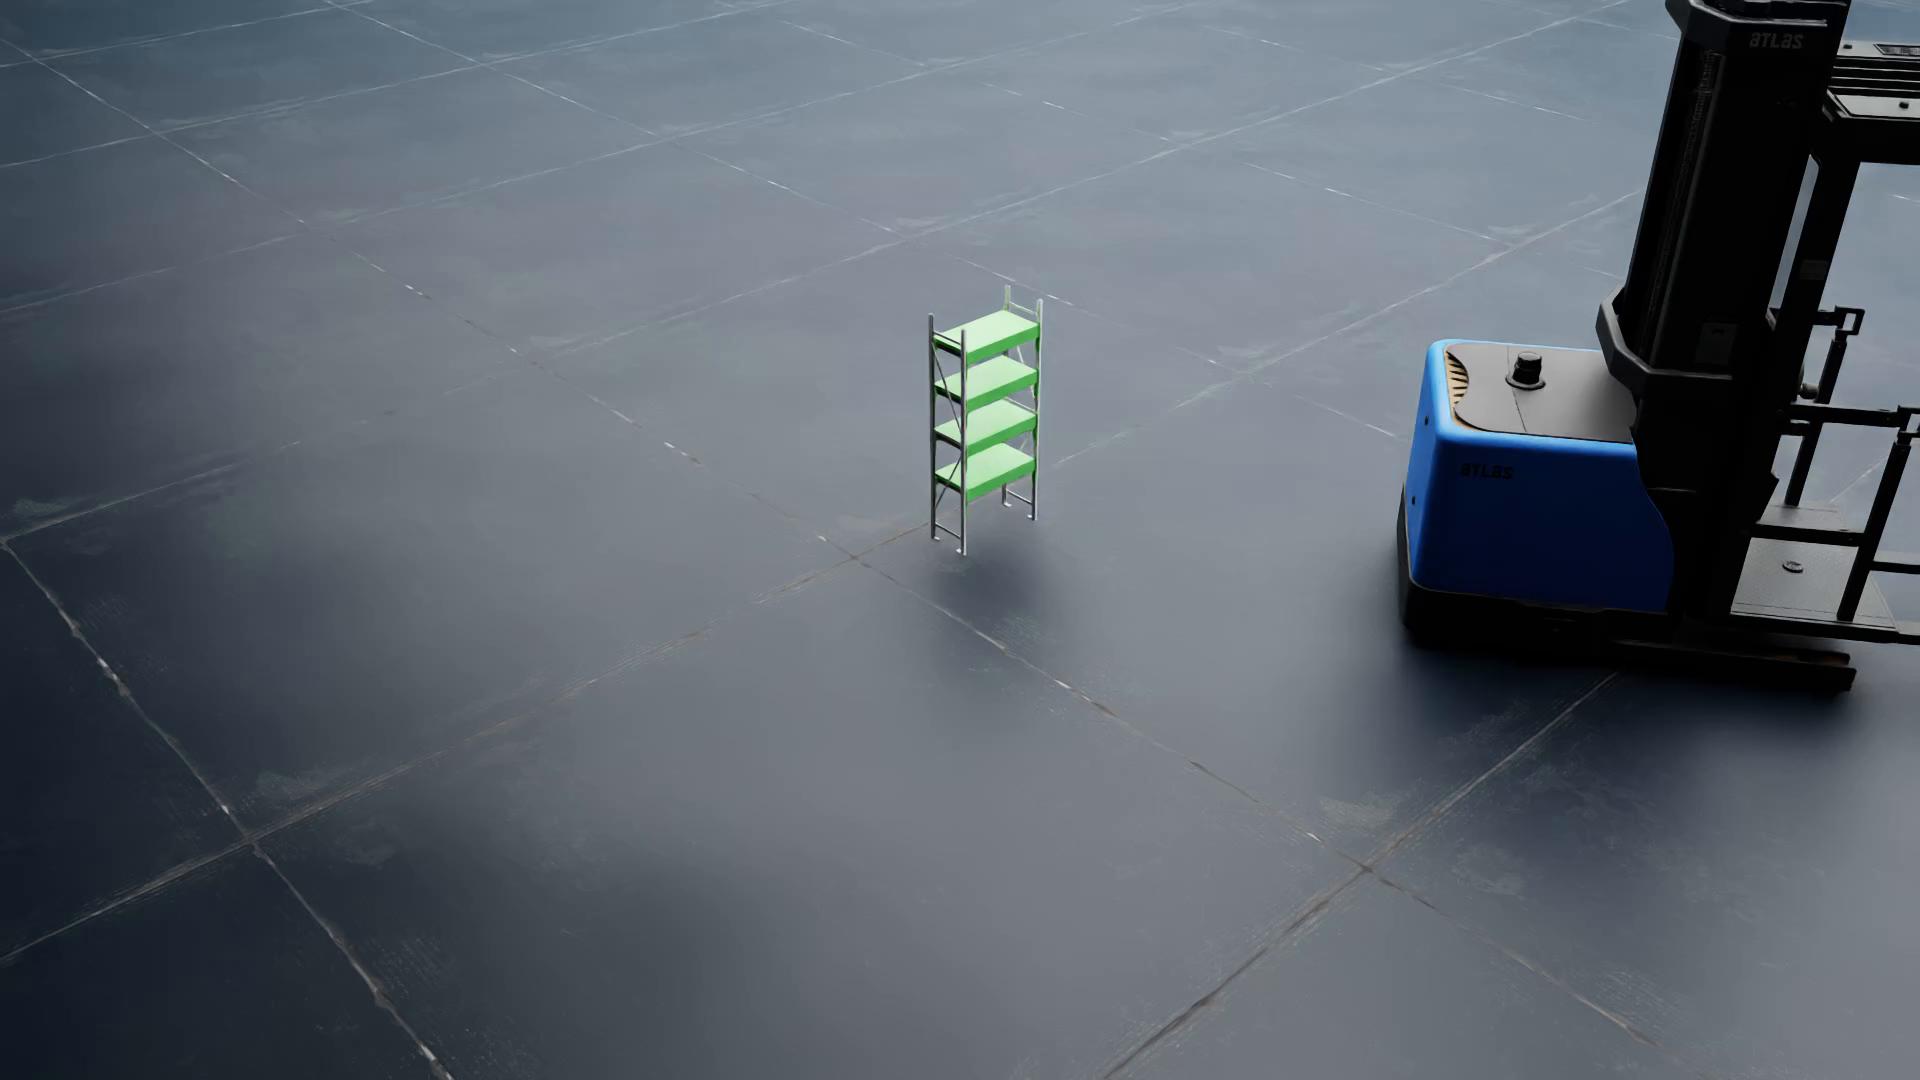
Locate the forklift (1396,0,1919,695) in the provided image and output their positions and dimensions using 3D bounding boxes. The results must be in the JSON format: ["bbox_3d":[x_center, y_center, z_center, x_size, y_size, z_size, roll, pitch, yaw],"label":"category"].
[{"bbox_3d":[3.563,-0.888,6.892,3.031,2.935,1.130,6,32,9],"label":"forklift"}]

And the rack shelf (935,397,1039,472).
[{"bbox_3d":[0.121,-0.516,8.066,0.480,0.148,0.258,-26,40,-35],"label":"rack shelf"}]

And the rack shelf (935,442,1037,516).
[{"bbox_3d":[0.121,-0.311,8.192,0.480,0.148,0.258,-26,40,-35],"label":"rack shelf"}]

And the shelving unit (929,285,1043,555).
[{"bbox_3d":[0.121,-0.571,8.033,0.503,1.200,0.258,-26,40,-35],"label":"shelving unit"}]

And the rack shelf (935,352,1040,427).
[{"bbox_3d":[0.121,-0.721,7.941,0.480,0.148,0.258,-26,40,-35],"label":"rack shelf"}]

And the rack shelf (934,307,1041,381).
[{"bbox_3d":[0.121,-0.926,7.816,0.480,0.148,0.258,-26,40,-35],"label":"rack shelf"}]

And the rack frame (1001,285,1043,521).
[{"bbox_3d":[0.300,-0.657,8.175,0.015,1.200,0.240,-26,40,-35],"label":"rack frame"}]

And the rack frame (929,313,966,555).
[{"bbox_3d":[-0.058,-0.484,7.891,0.015,1.200,0.240,-26,40,-35],"label":"rack frame"}]
